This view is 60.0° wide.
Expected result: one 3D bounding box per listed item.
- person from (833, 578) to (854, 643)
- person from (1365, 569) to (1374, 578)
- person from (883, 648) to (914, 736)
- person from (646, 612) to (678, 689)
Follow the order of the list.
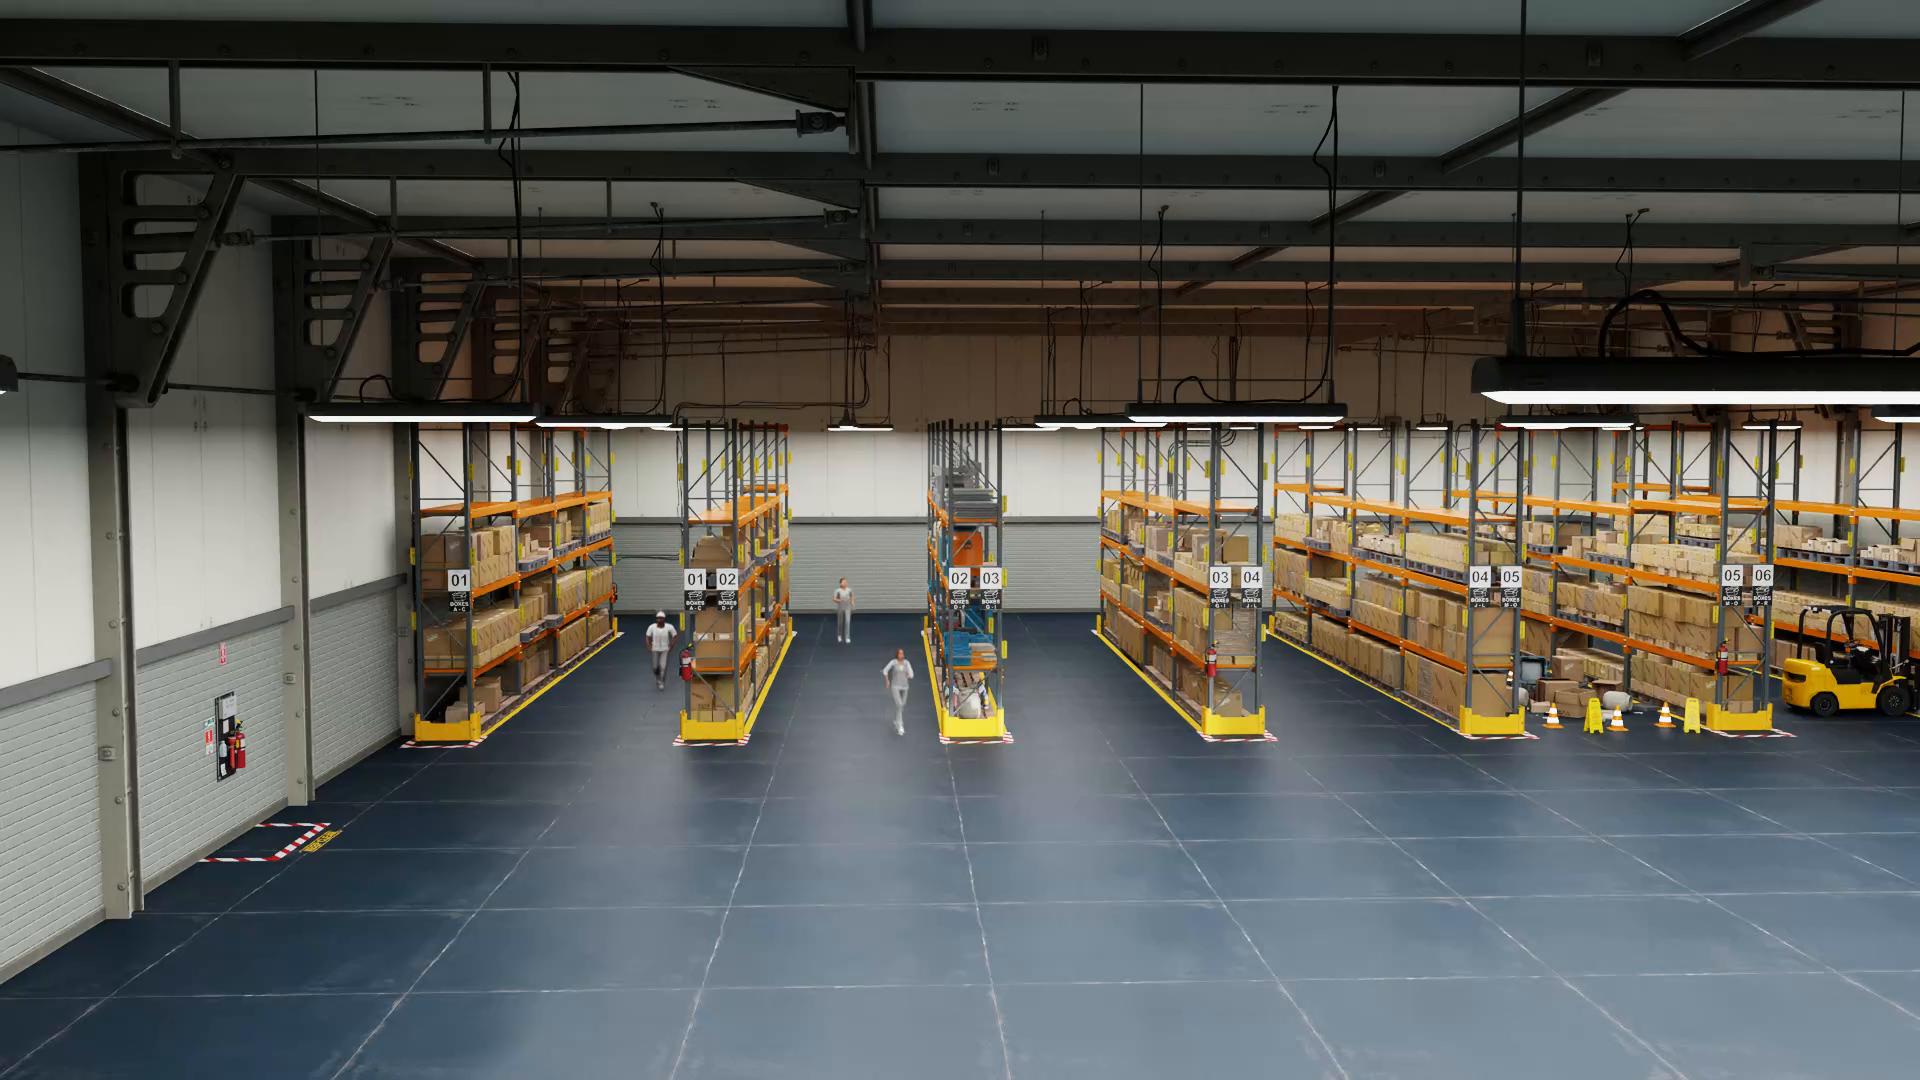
[{"bbox_3d":[-3.009,1.831,43.232,0.578,1.685,0.881,-1,4,-14],"label":"person"},{"bbox_3d":[11.930,1.720,48.816,0.589,1.737,0.669,-1,4,-8],"label":"person"},{"bbox_3d":[-1.160,2.870,31.835,0.518,1.634,0.748,-2,4,-24],"label":"person"},{"bbox_3d":[-6.694,2.470,37.363,0.717,1.733,0.577,0,4,-5],"label":"person"}]
